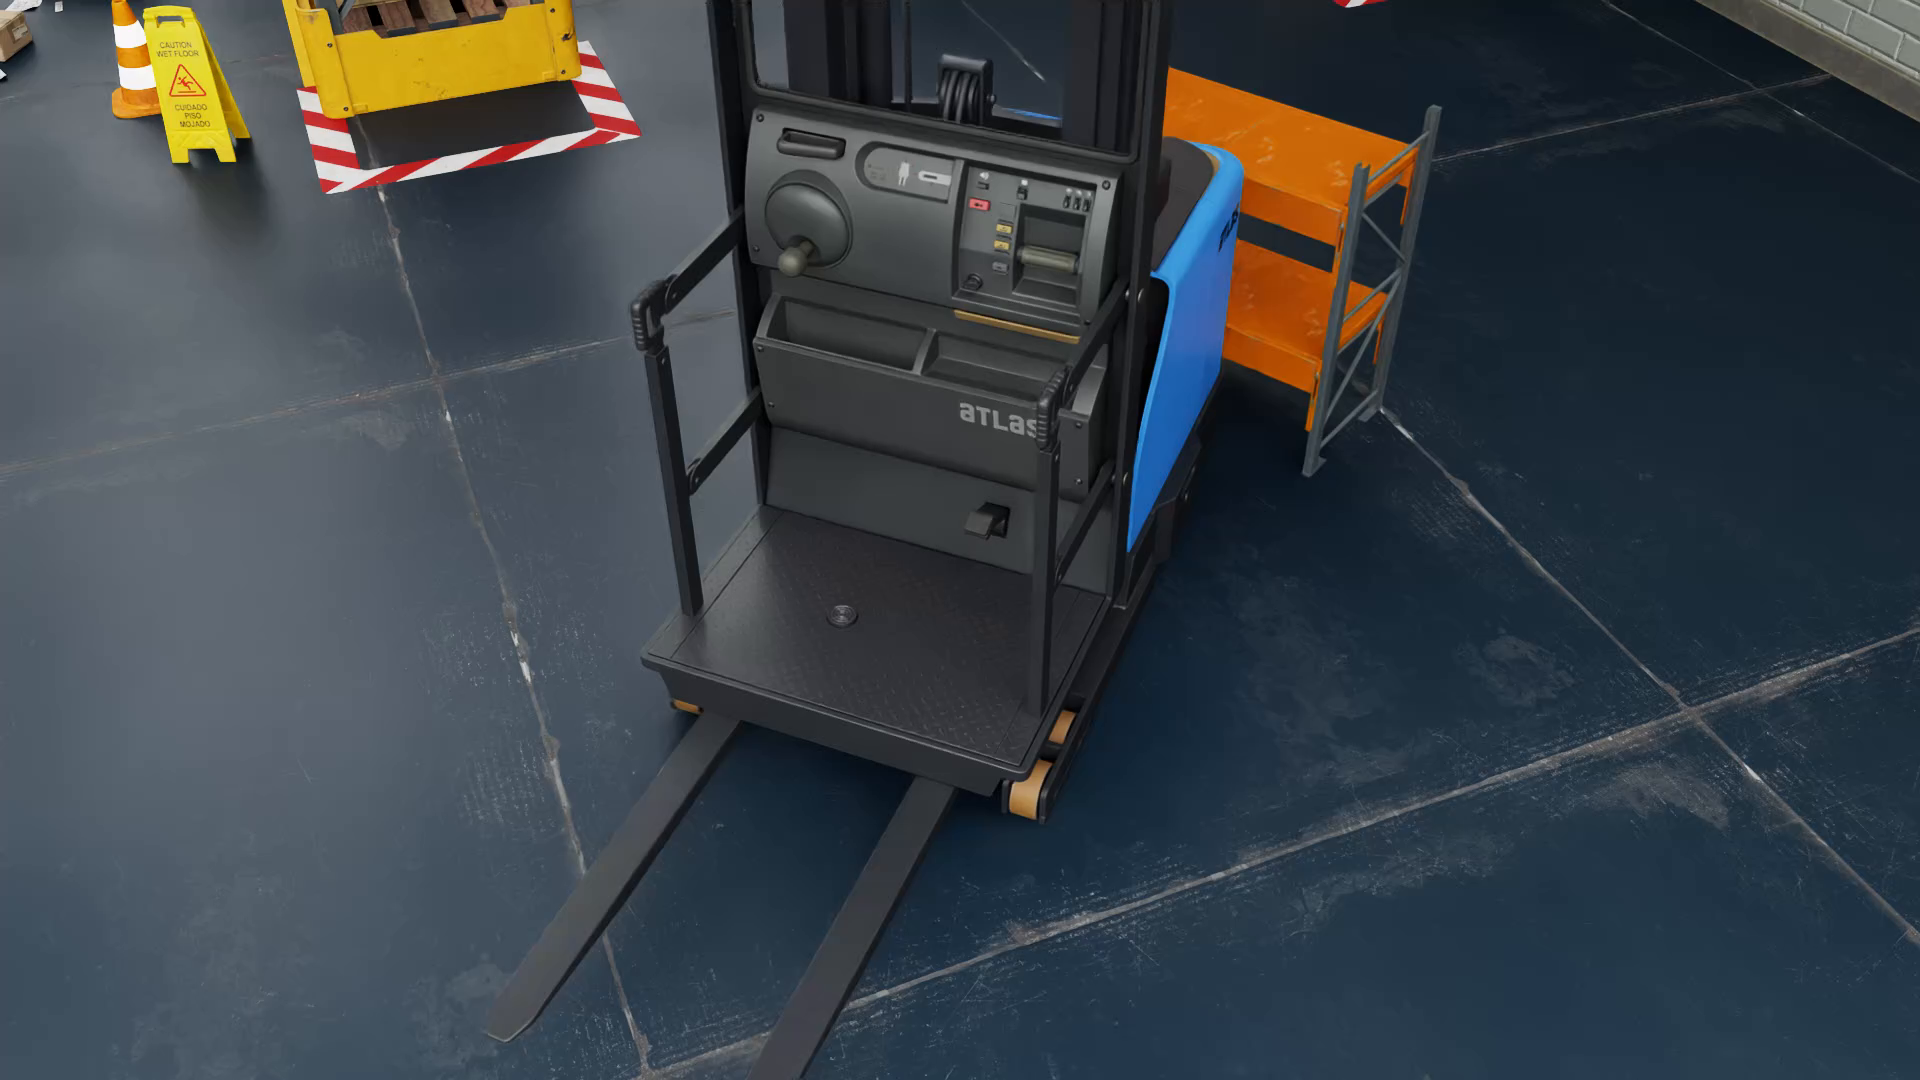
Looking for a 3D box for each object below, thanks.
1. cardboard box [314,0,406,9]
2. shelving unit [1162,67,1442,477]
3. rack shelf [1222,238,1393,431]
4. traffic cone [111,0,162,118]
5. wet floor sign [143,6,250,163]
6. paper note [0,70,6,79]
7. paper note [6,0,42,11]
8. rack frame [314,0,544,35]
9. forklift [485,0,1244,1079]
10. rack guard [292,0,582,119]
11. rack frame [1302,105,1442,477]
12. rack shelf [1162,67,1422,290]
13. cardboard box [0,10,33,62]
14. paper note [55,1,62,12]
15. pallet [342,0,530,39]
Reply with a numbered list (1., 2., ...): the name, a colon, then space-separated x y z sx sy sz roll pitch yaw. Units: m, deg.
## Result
1. cardboard box: -2.896 -2.763 7.949 0.500 0.250 0.500 -15 43 -17
2. shelving unit: 0.902 -0.974 5.520 1.048 1.125 0.538 27 48 28
3. rack shelf: 0.902 -0.789 5.679 1.000 0.278 0.538 27 48 28
4. traffic cone: -3.686 -2.187 7.439 0.336 0.463 0.334 -15 43 -17
5. wet floor sign: -3.245 -1.938 7.009 0.267 0.644 0.232 -2 41 -2
6. paper note: -4.530 -2.159 7.737 0.148 0.019 0.142 -31 49 -31
7. paper note: -4.717 -2.704 8.380 0.148 0.019 0.142 -2 41 -2
8. rack frame: -2.329 -3.212 6.685 1.000 3.000 0.127 -15 43 -17
9. forklift: -0.163 -0.691 3.806 1.130 2.935 3.031 15 43 17
10. rack guard: -2.358 -2.310 7.553 1.175 0.500 0.348 -15 43 -17
11. rack frame: 1.299 -0.767 5.280 0.032 1.125 0.500 27 48 28
12. rack shelf: 0.902 -1.196 5.329 1.000 0.278 0.538 27 48 28
13. cardboard box: -4.697 -2.416 7.946 0.380 0.149 0.250 5 41 6
14. paper note: -4.532 -2.683 8.363 0.032 0.001 0.123 -15 43 -17
15. pallet: -2.637 -2.699 8.226 1.003 0.211 1.213 -15 43 -17
